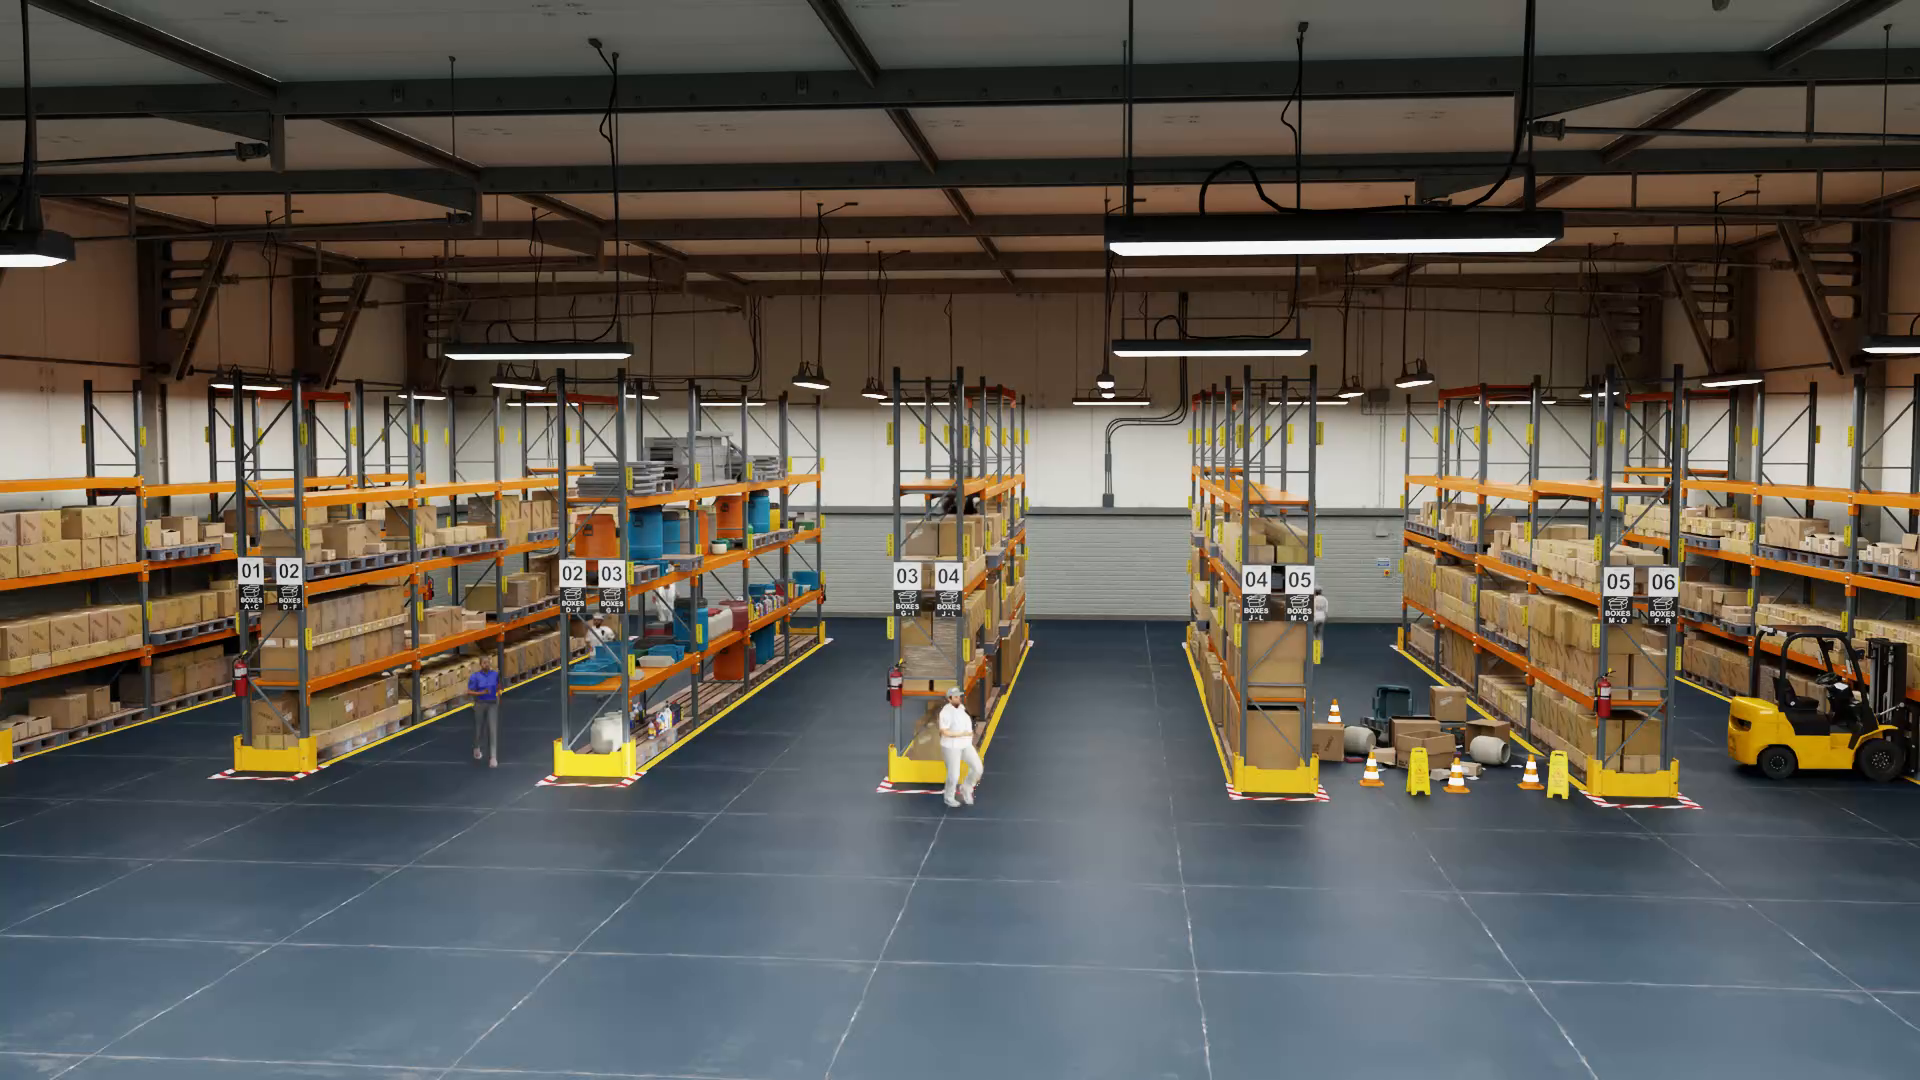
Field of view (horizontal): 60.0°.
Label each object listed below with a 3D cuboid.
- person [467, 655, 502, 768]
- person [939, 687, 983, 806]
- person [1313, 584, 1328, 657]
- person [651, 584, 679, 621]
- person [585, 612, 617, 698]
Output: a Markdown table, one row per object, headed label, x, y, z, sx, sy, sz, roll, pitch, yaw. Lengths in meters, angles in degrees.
| label | x | y | z | sx | sy | sz | roll | pitch | yaw |
| --- | --- | --- | --- | --- | --- | --- | --- | --- | --- |
| person | -7.237 | 2.576 | 25.331 | 0.566 | 1.662 | 0.929 | -2 | 4 | -29 |
| person | -0.031 | 2.795 | 22.363 | 0.601 | 1.649 | 0.596 | -3 | 5 | -43 |
| person | 8.094 | 1.824 | 37.860 | 0.592 | 1.646 | 0.633 | -1 | 4 | -17 |
| person | -7.001 | 1.675 | 39.577 | 0.665 | 1.746 | 0.601 | -1 | 4 | -14 |
| person | -6.876 | 2.204 | 31.668 | 0.561 | 1.661 | 0.562 | 0 | 4 | 6 |
